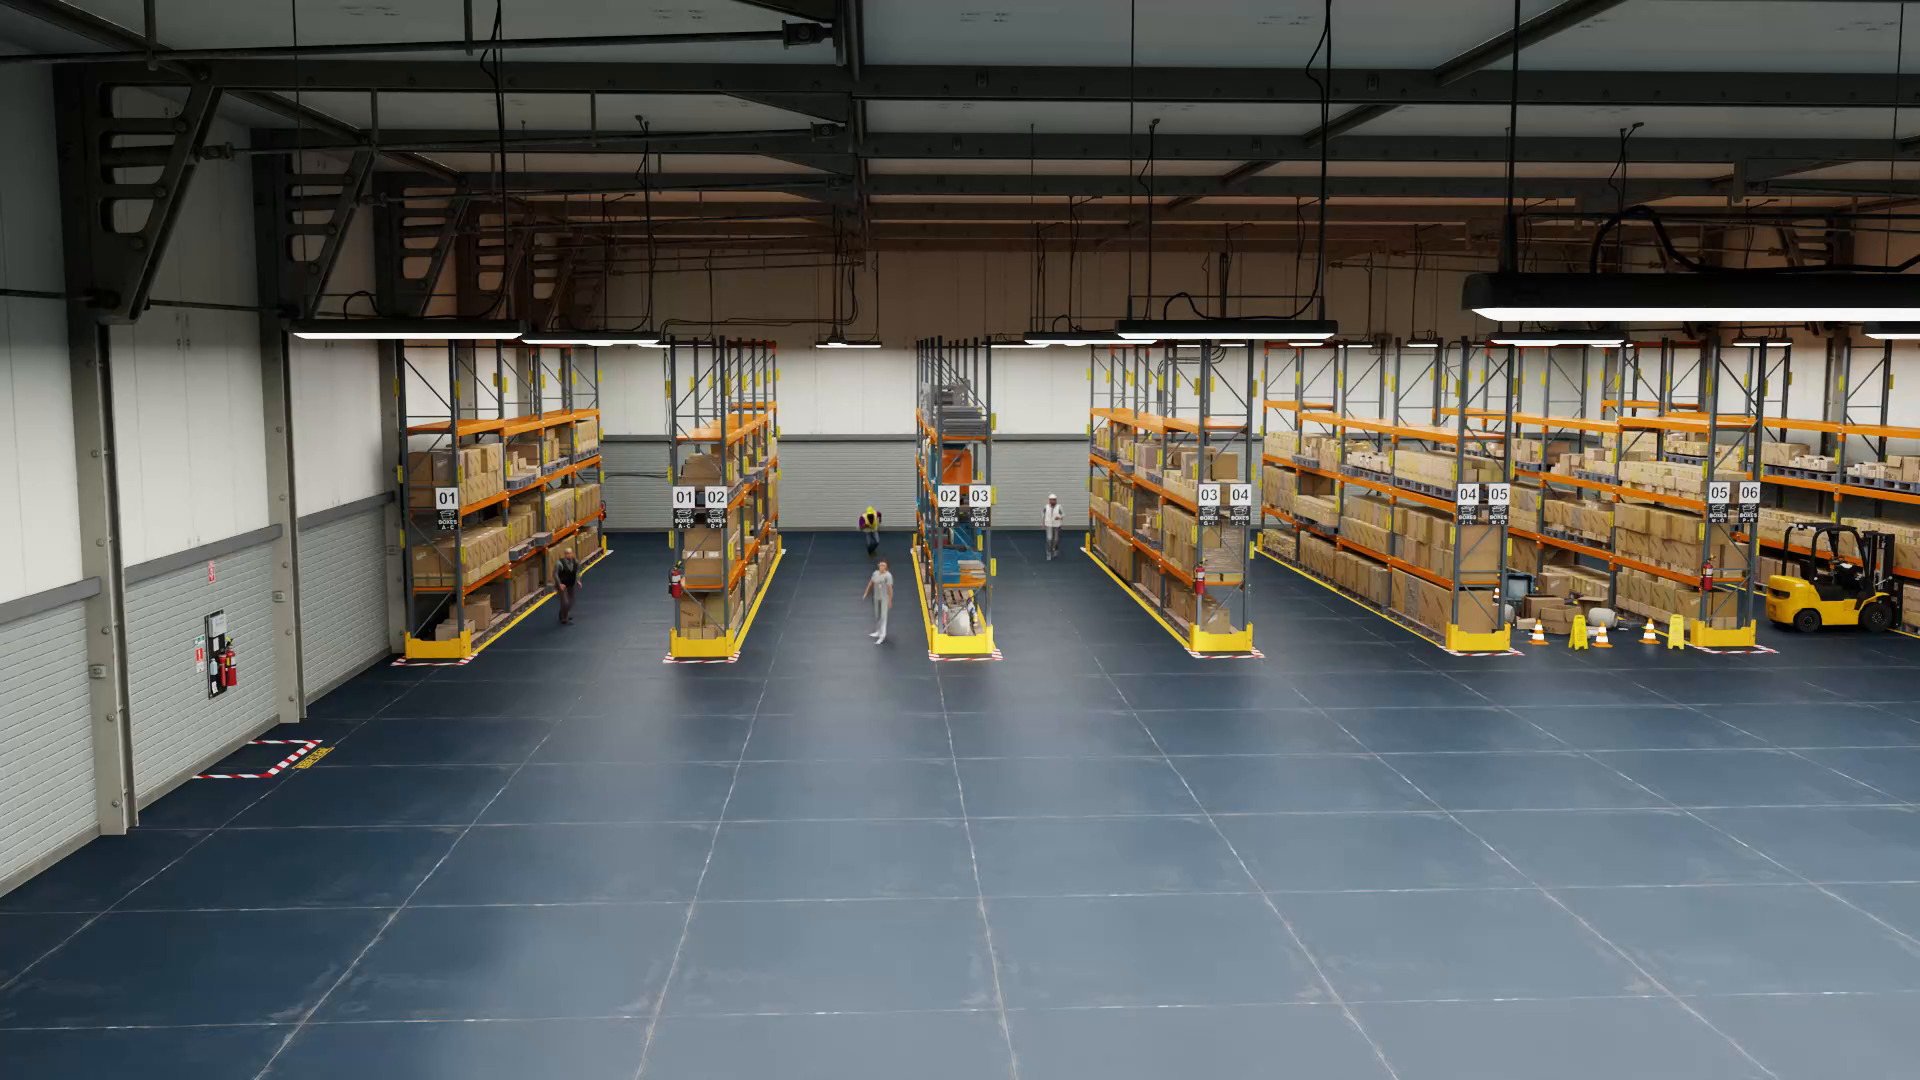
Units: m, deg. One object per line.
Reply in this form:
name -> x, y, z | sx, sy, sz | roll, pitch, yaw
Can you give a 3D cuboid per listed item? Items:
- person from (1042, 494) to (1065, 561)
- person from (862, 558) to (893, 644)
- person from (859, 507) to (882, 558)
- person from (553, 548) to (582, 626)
person -> 2.569, -0.357, 45.749 | 0.664, 1.834, 0.796 | 0, 7, 4
person -> -1.628, 1.169, 32.901 | 0.654, 1.656, 0.771 | 4, 8, 31
person -> -2.456, -0.216, 45.829 | 0.713, 1.474, 0.981 | -2, 7, -15
person -> -8.281, 0.966, 34.816 | 0.770, 1.667, 0.655 | 5, 8, 40
